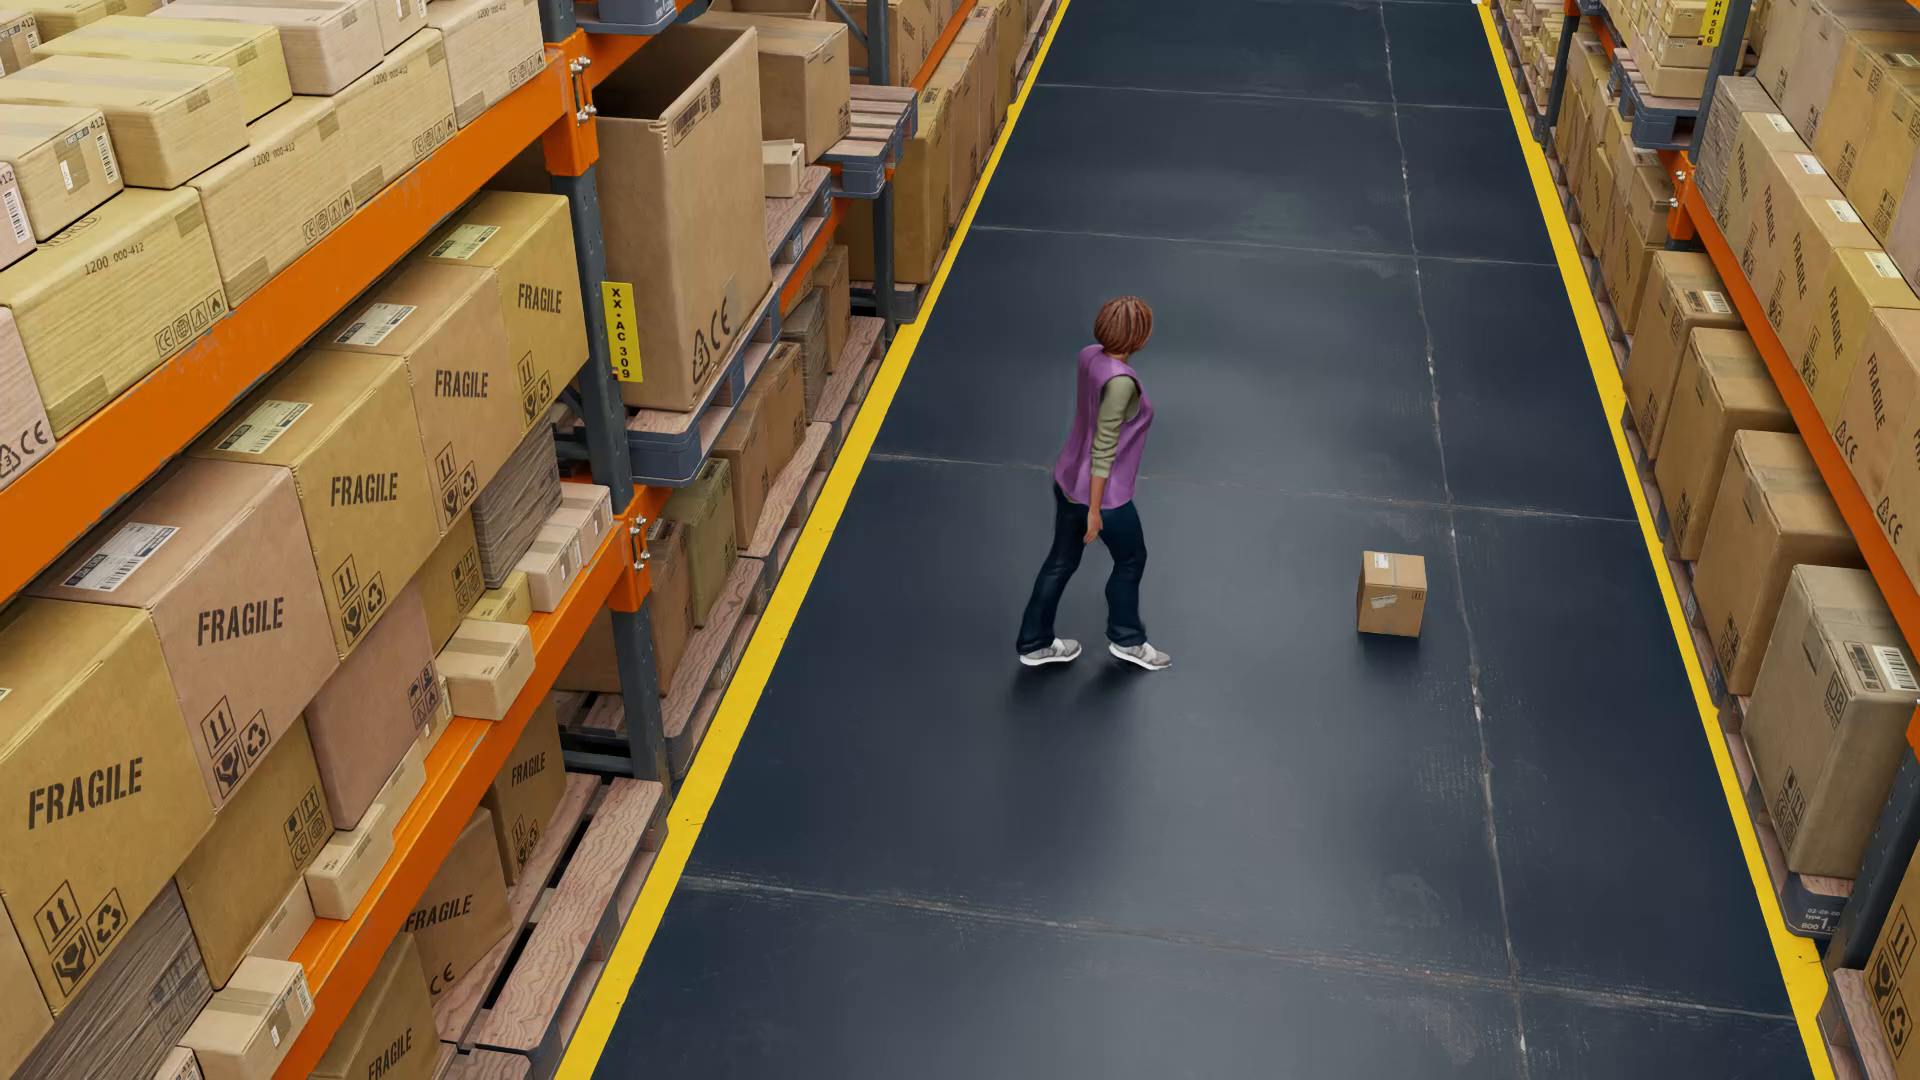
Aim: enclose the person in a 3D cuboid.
[{"bbox_3d":[0.516,-0.166,6.461,0.630,1.572,0.443,-12,35,-18],"label":"person"}]
